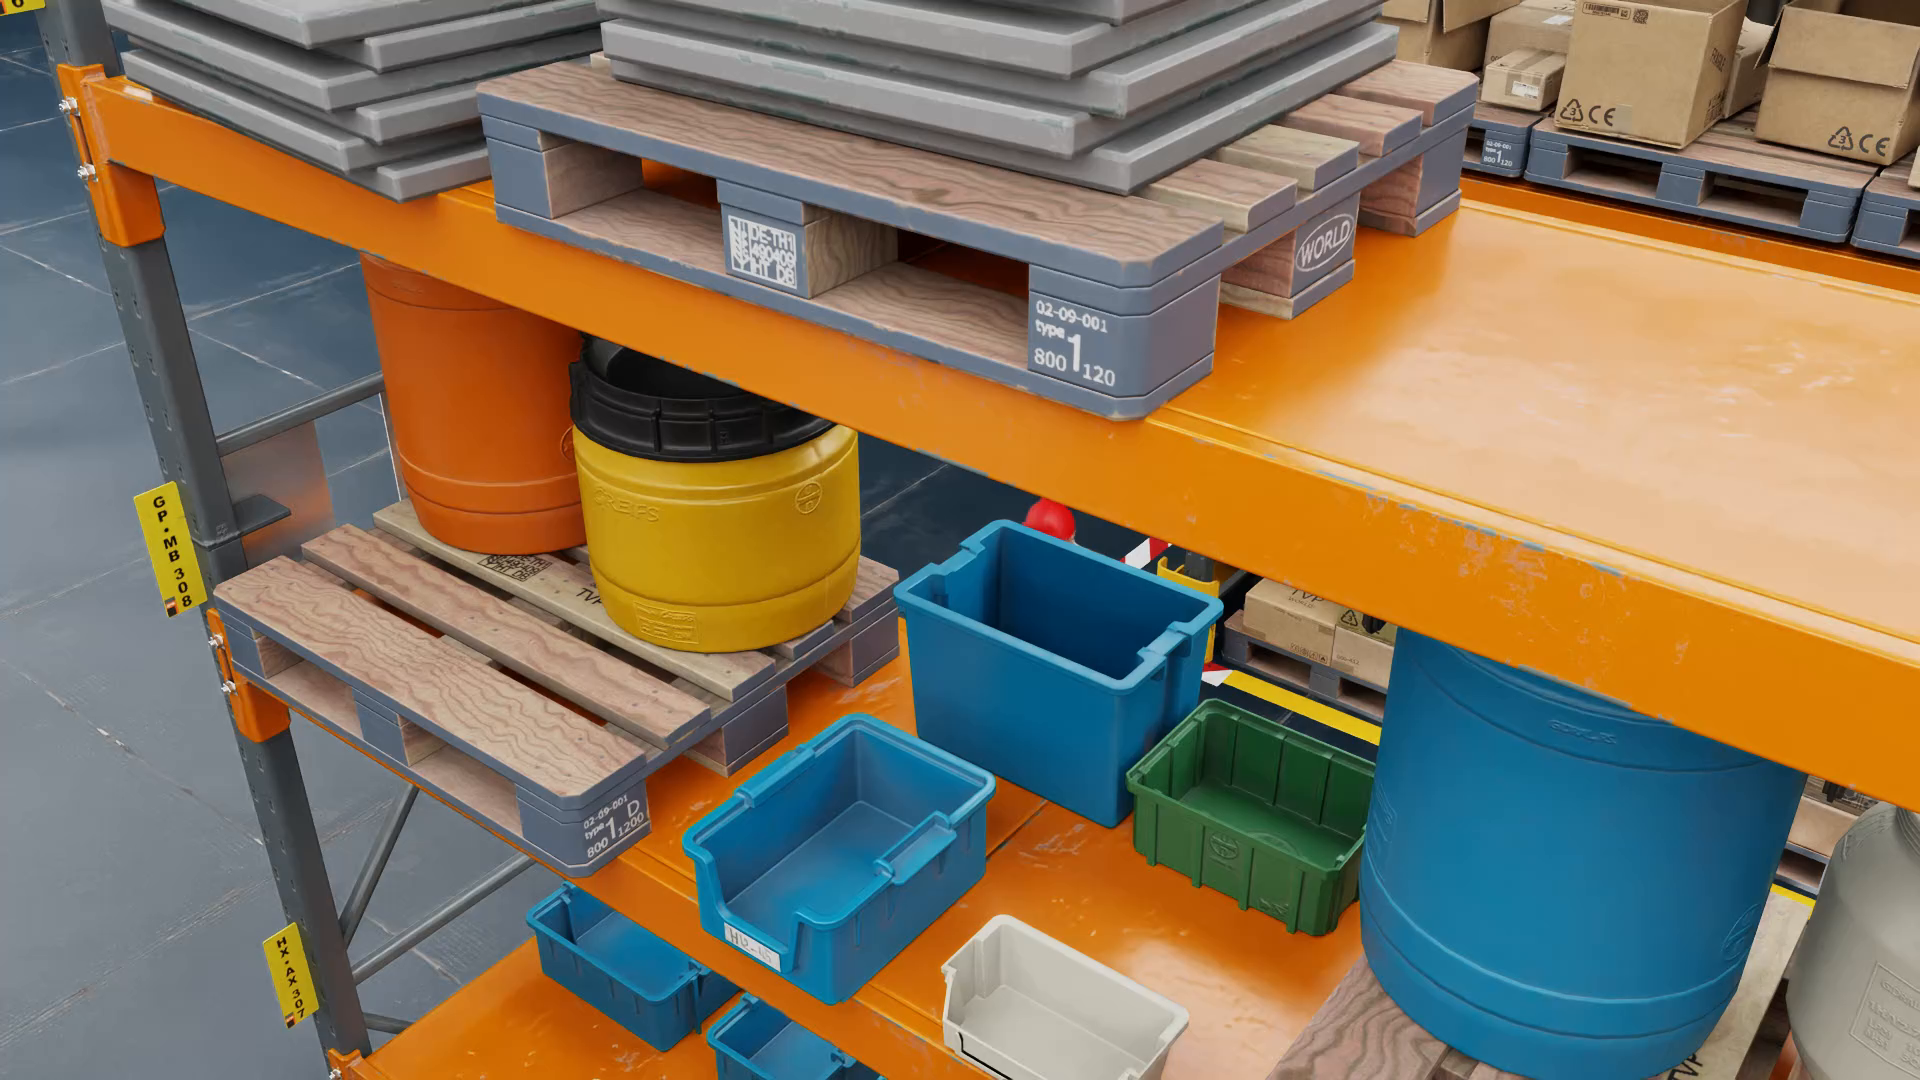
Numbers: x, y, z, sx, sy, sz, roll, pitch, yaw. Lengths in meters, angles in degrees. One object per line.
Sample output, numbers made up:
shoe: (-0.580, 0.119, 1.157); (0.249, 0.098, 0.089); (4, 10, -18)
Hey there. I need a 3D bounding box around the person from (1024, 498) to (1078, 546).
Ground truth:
person: (0.374, 0.623, 6.999); (0.688, 1.816, 0.402); (15, 34, 24)
